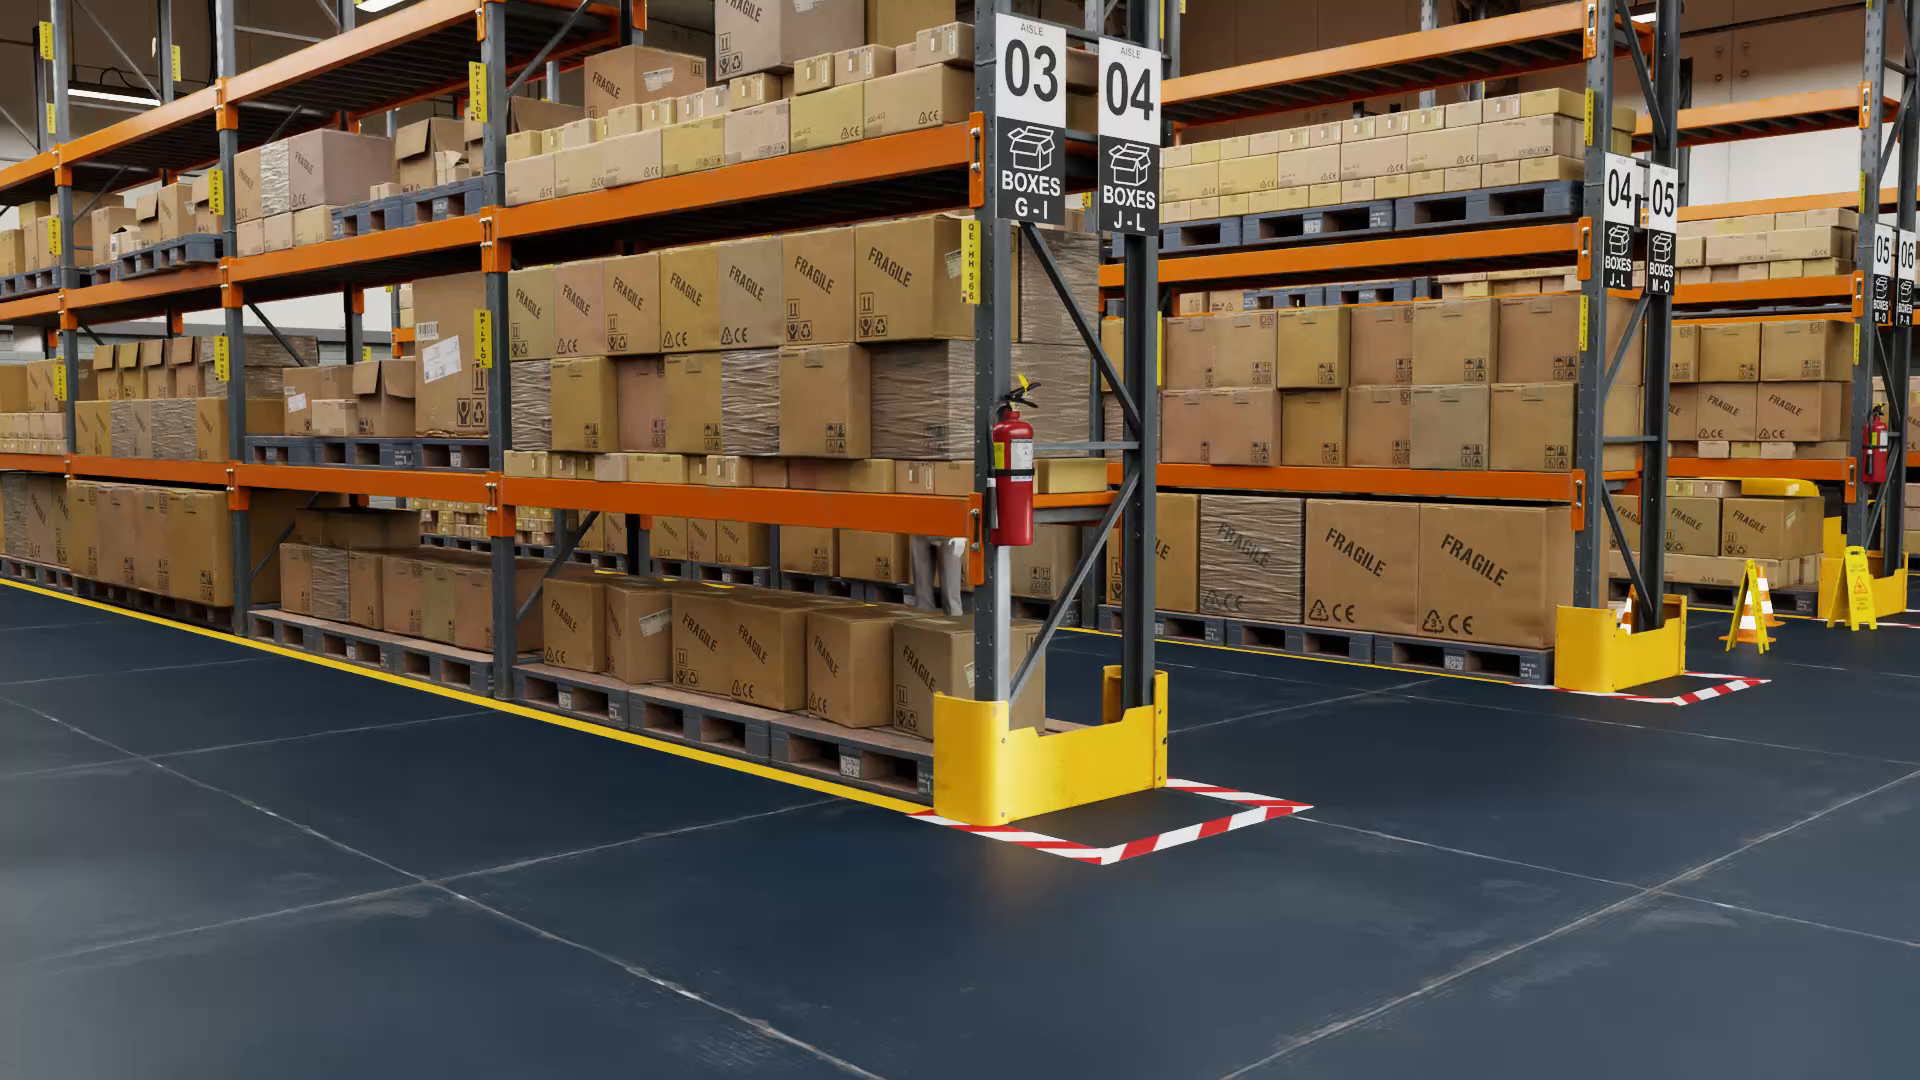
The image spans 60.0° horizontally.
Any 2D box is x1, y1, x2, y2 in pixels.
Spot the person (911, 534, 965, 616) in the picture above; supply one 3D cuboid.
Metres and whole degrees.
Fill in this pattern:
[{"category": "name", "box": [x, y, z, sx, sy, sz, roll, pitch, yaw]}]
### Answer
[{"category": "person", "box": [-0.144, 0.006, 10.711, 0.570, 1.690, 0.384, 3, 5, 35]}]
